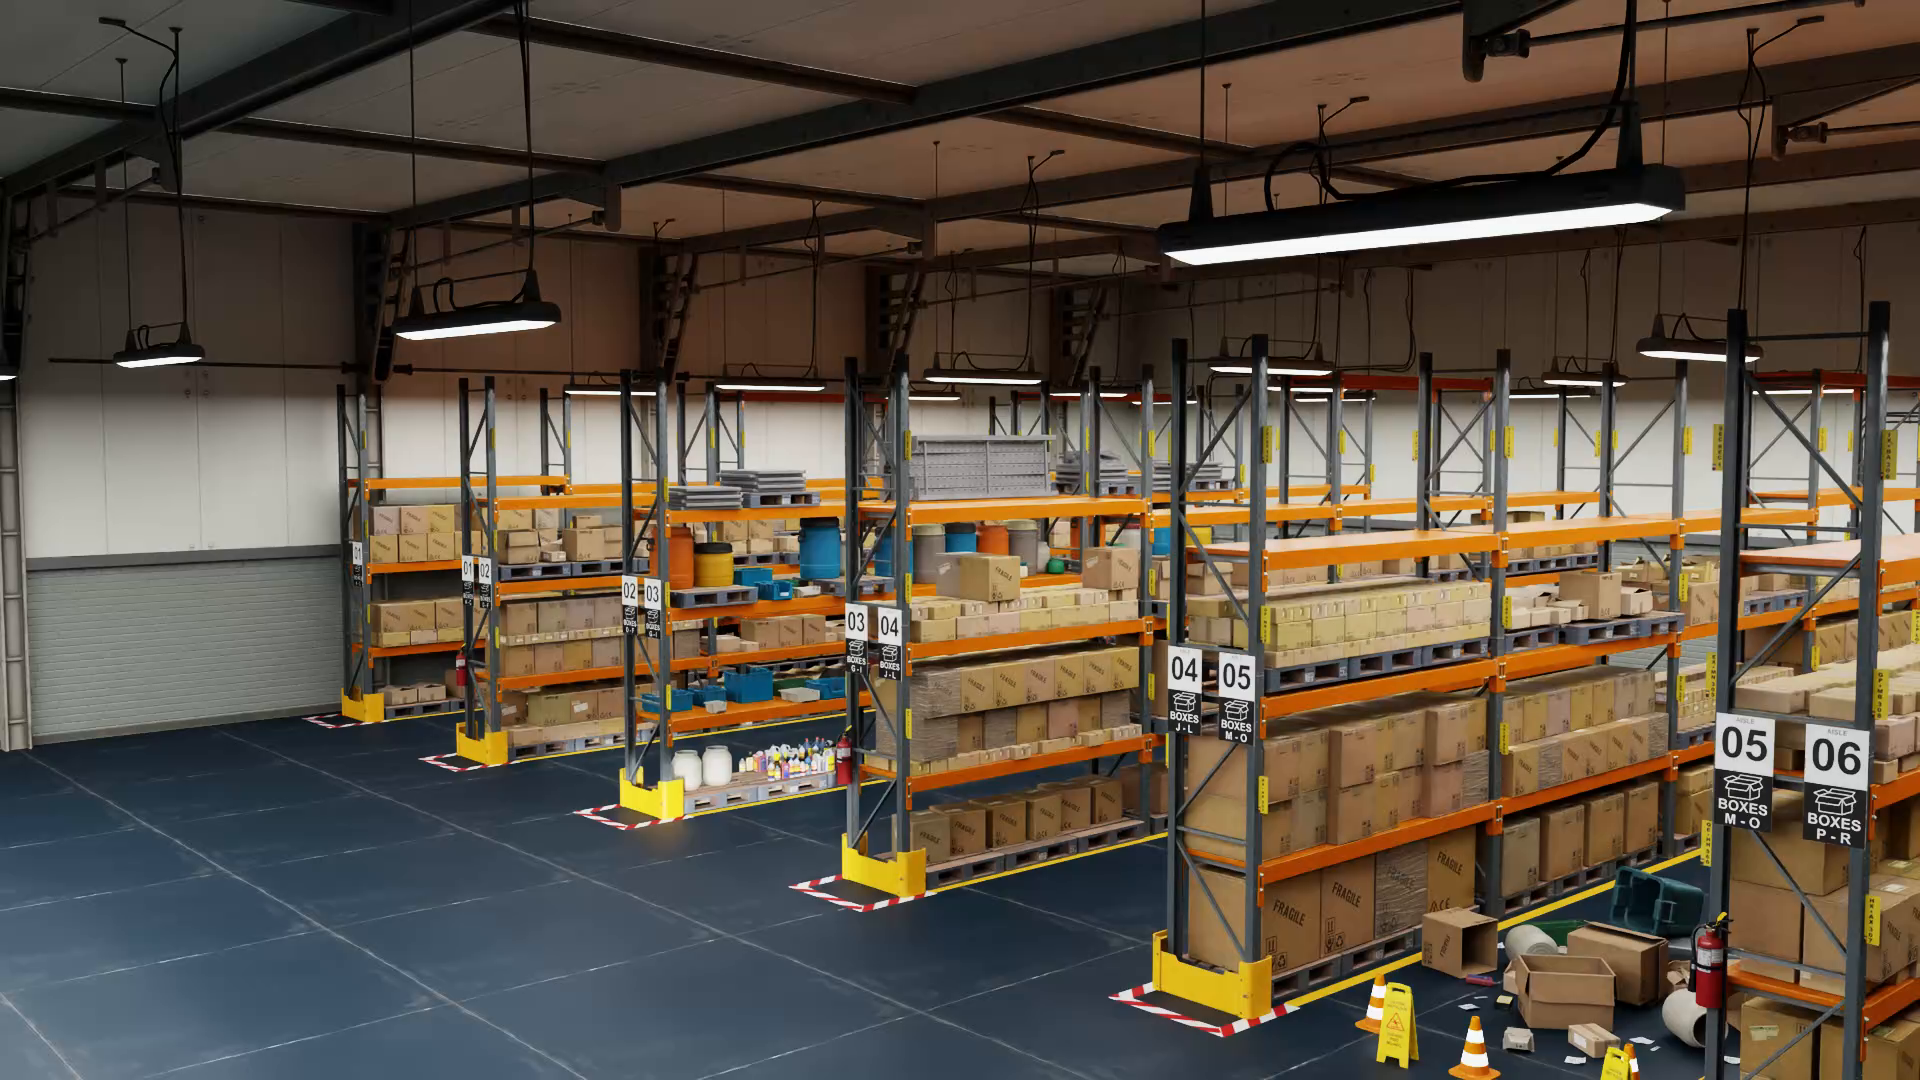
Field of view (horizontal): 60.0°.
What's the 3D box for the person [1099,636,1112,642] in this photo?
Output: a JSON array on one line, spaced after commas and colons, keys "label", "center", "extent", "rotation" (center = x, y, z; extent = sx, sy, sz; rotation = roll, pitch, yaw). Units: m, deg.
[{"label": "person", "center": [2.763, 2.017, 32.976], "extent": [0.967, 1.775, 0.577], "rotation": [-3, 5, -42]}]
